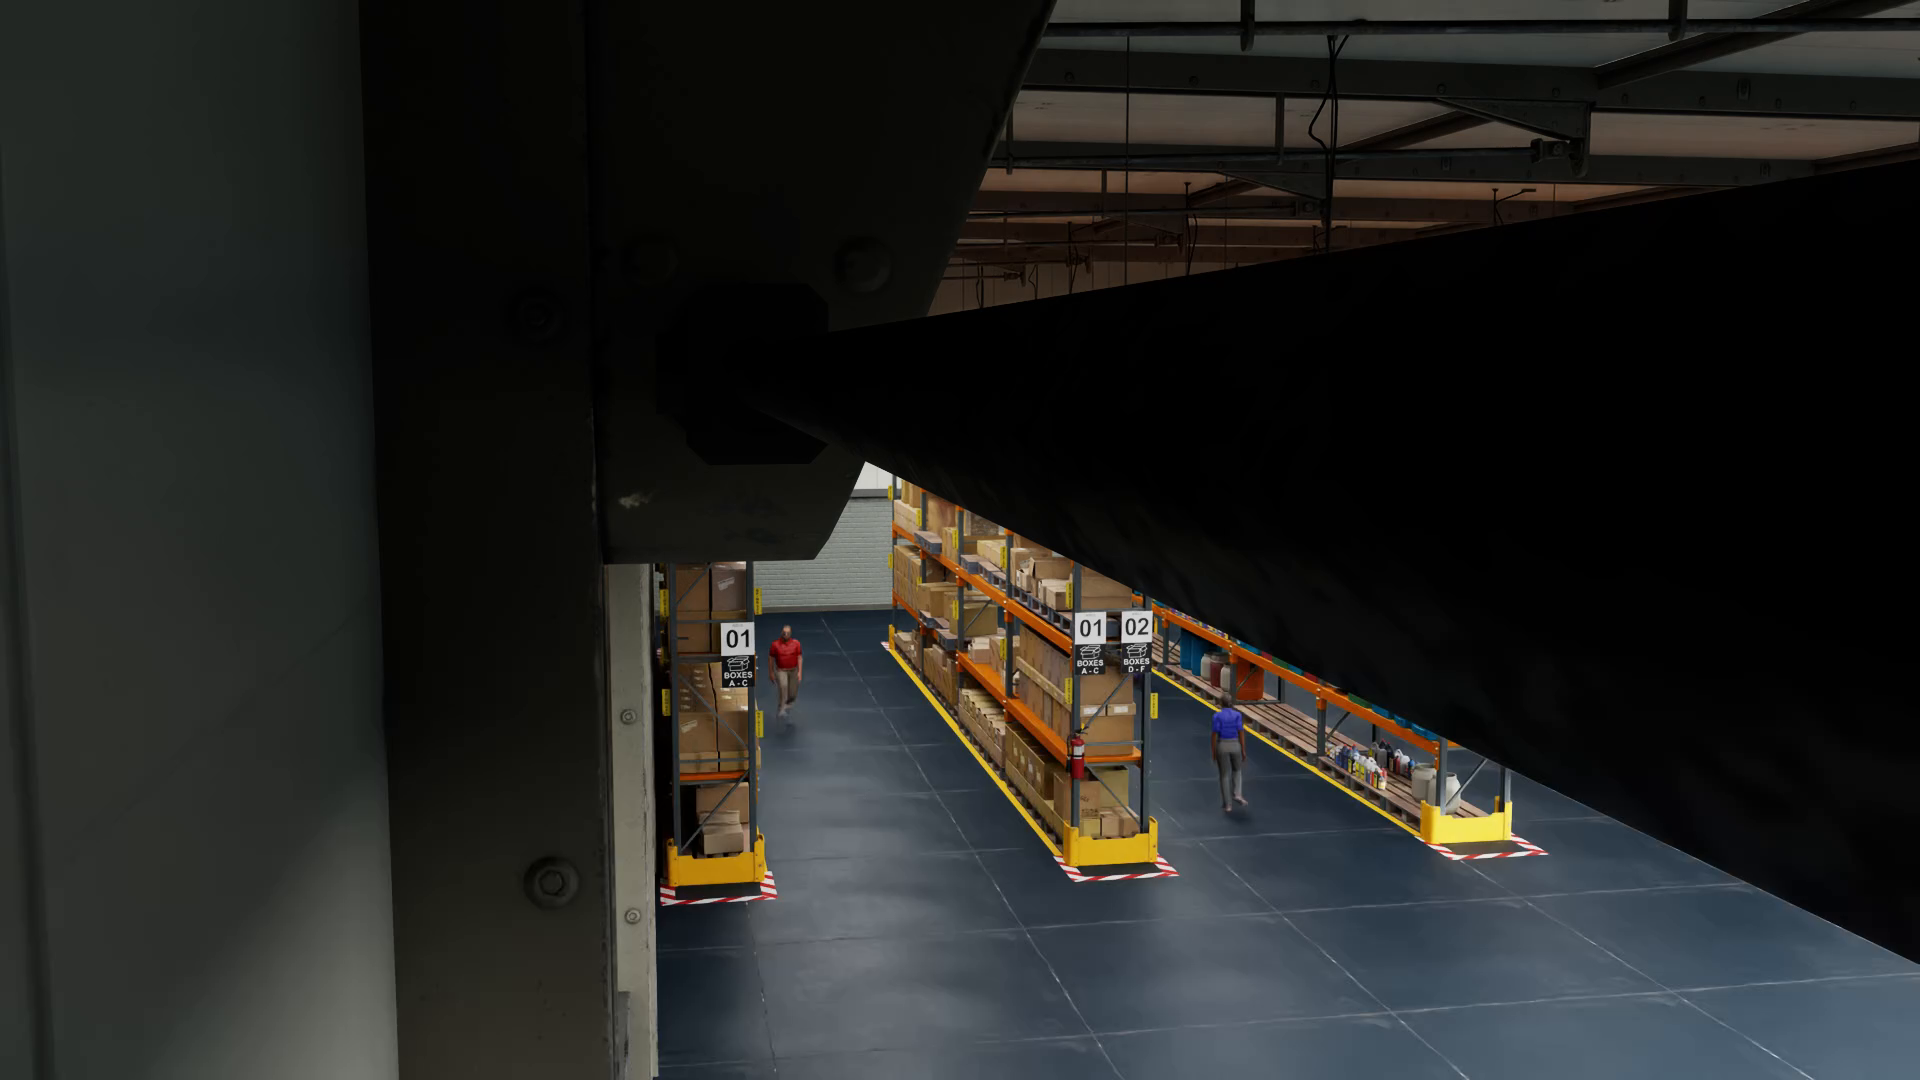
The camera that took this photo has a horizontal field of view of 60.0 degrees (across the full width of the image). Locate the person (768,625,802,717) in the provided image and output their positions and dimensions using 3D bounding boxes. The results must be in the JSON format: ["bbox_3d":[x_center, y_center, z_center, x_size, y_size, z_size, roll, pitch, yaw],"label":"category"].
[{"bbox_3d":[-2.970,2.218,28.601,0.547,1.499,1.007,-3,7,-23],"label":"person"}]

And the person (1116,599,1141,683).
[{"bbox_3d":[3.377,1.985,32.673,0.504,1.650,0.499,-4,7,-33],"label":"person"}]

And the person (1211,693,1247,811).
[{"bbox_3d":[3.785,2.978,23.419,0.506,1.646,0.456,0,6,0],"label":"person"}]
